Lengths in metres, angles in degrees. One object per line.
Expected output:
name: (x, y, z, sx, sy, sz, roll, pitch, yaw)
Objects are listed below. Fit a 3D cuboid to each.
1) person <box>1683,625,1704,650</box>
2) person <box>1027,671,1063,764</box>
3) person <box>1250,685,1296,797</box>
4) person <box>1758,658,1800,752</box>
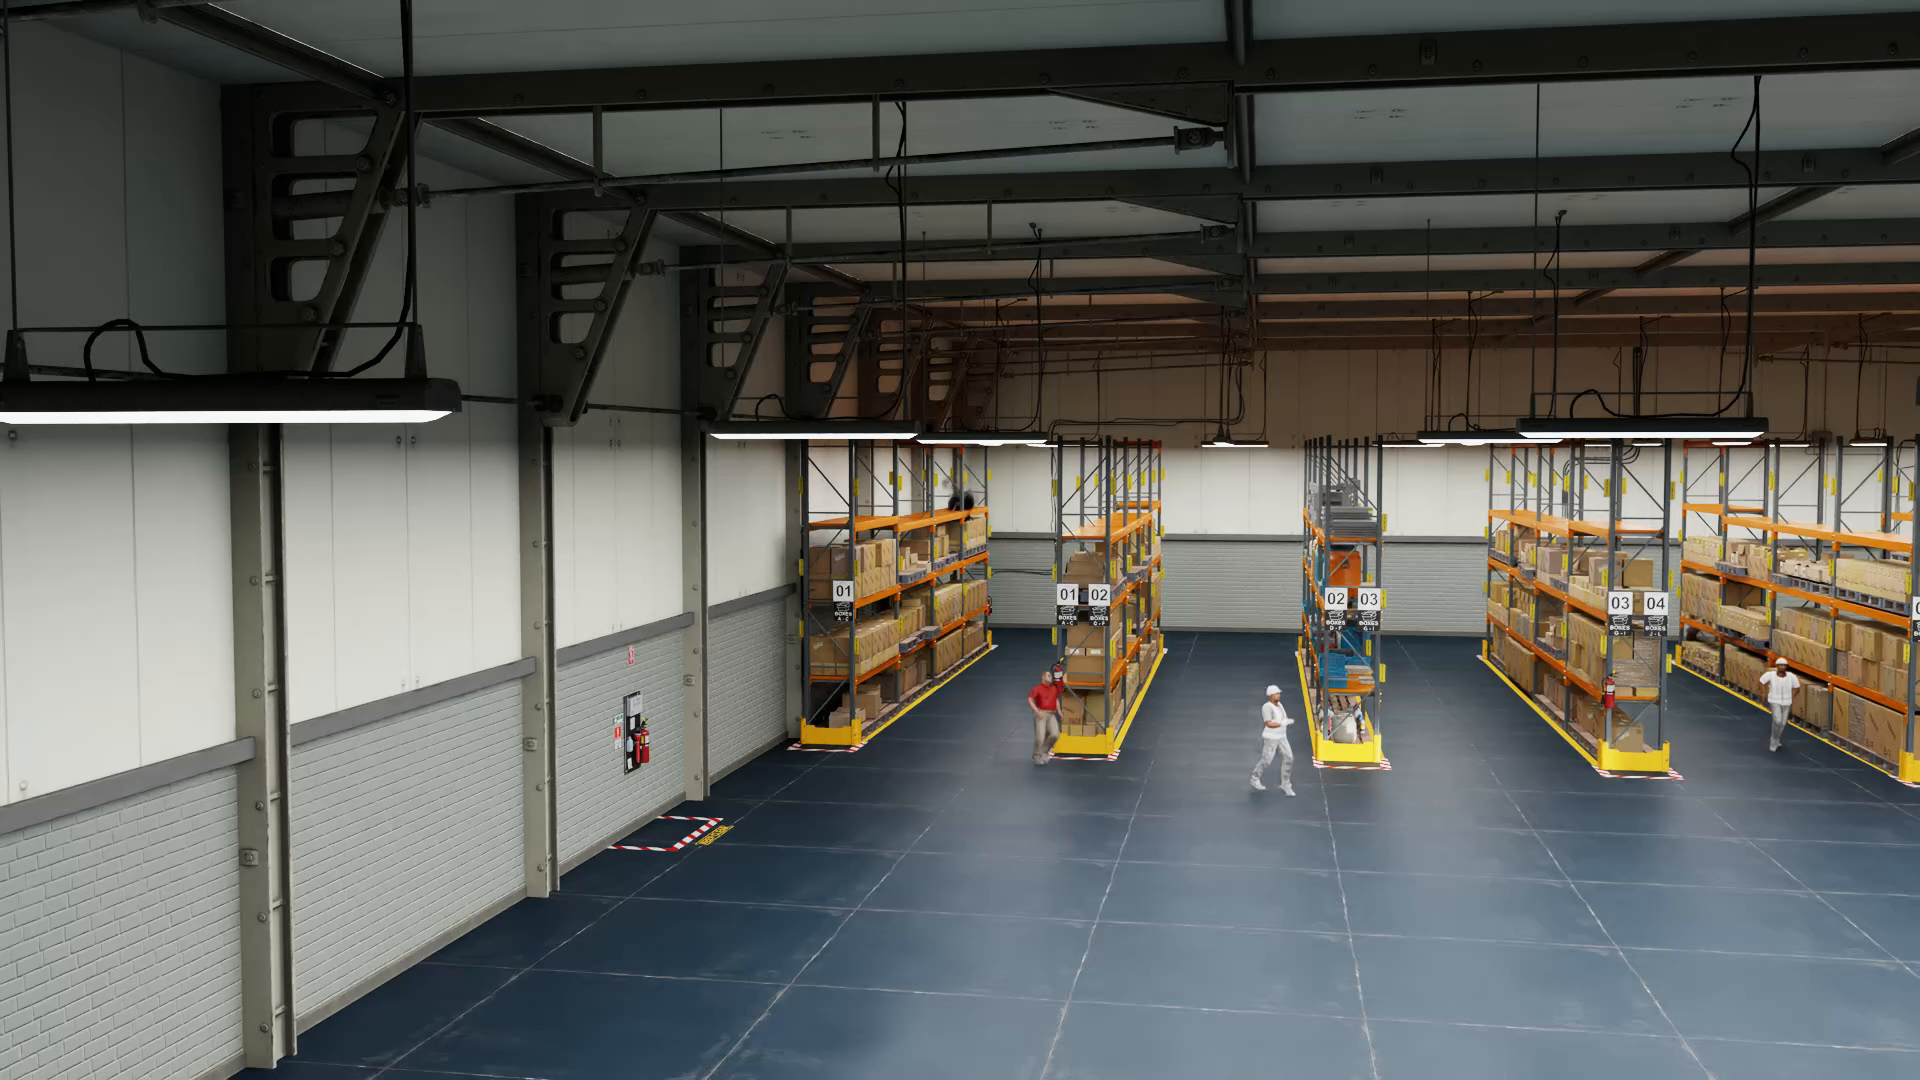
person: (20.194, 2.366, 45.644, 0.936, 1.793, 0.743, 0, 3, 2)
person: (1.594, 3.252, 30.411, 0.716, 1.681, 0.571, -2, 3, -27)
person: (5.212, 3.330, 27.625, 0.798, 1.843, 0.664, 3, 4, 41)
person: (15.636, 3.143, 31.679, 0.683, 1.805, 0.739, 0, 3, 8)
